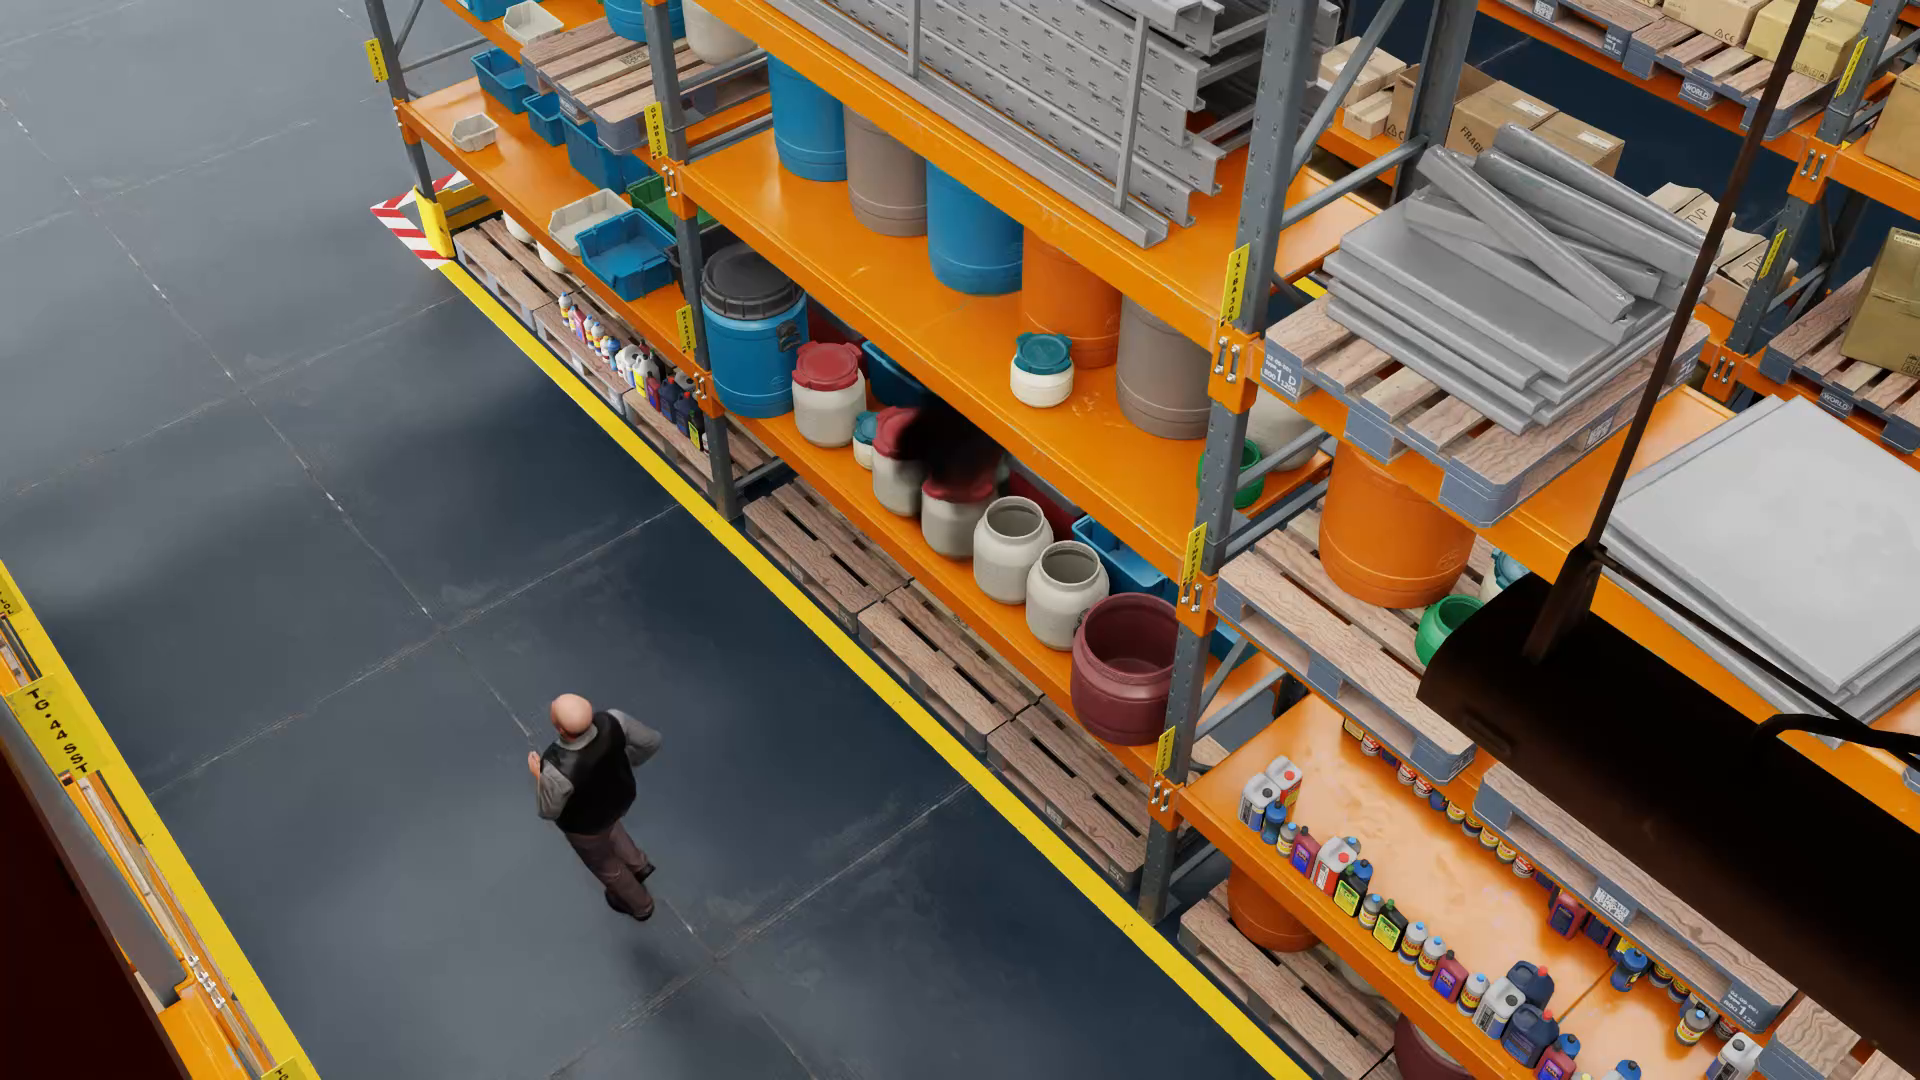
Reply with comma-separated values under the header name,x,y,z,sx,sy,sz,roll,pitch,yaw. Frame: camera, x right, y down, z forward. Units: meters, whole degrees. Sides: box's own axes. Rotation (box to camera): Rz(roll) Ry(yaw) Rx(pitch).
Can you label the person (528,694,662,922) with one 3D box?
name,x,y,z,sx,sy,sz,roll,pitch,yaw
person,-1.833,1.272,8.210,0.592,1.704,0.644,25,51,22
